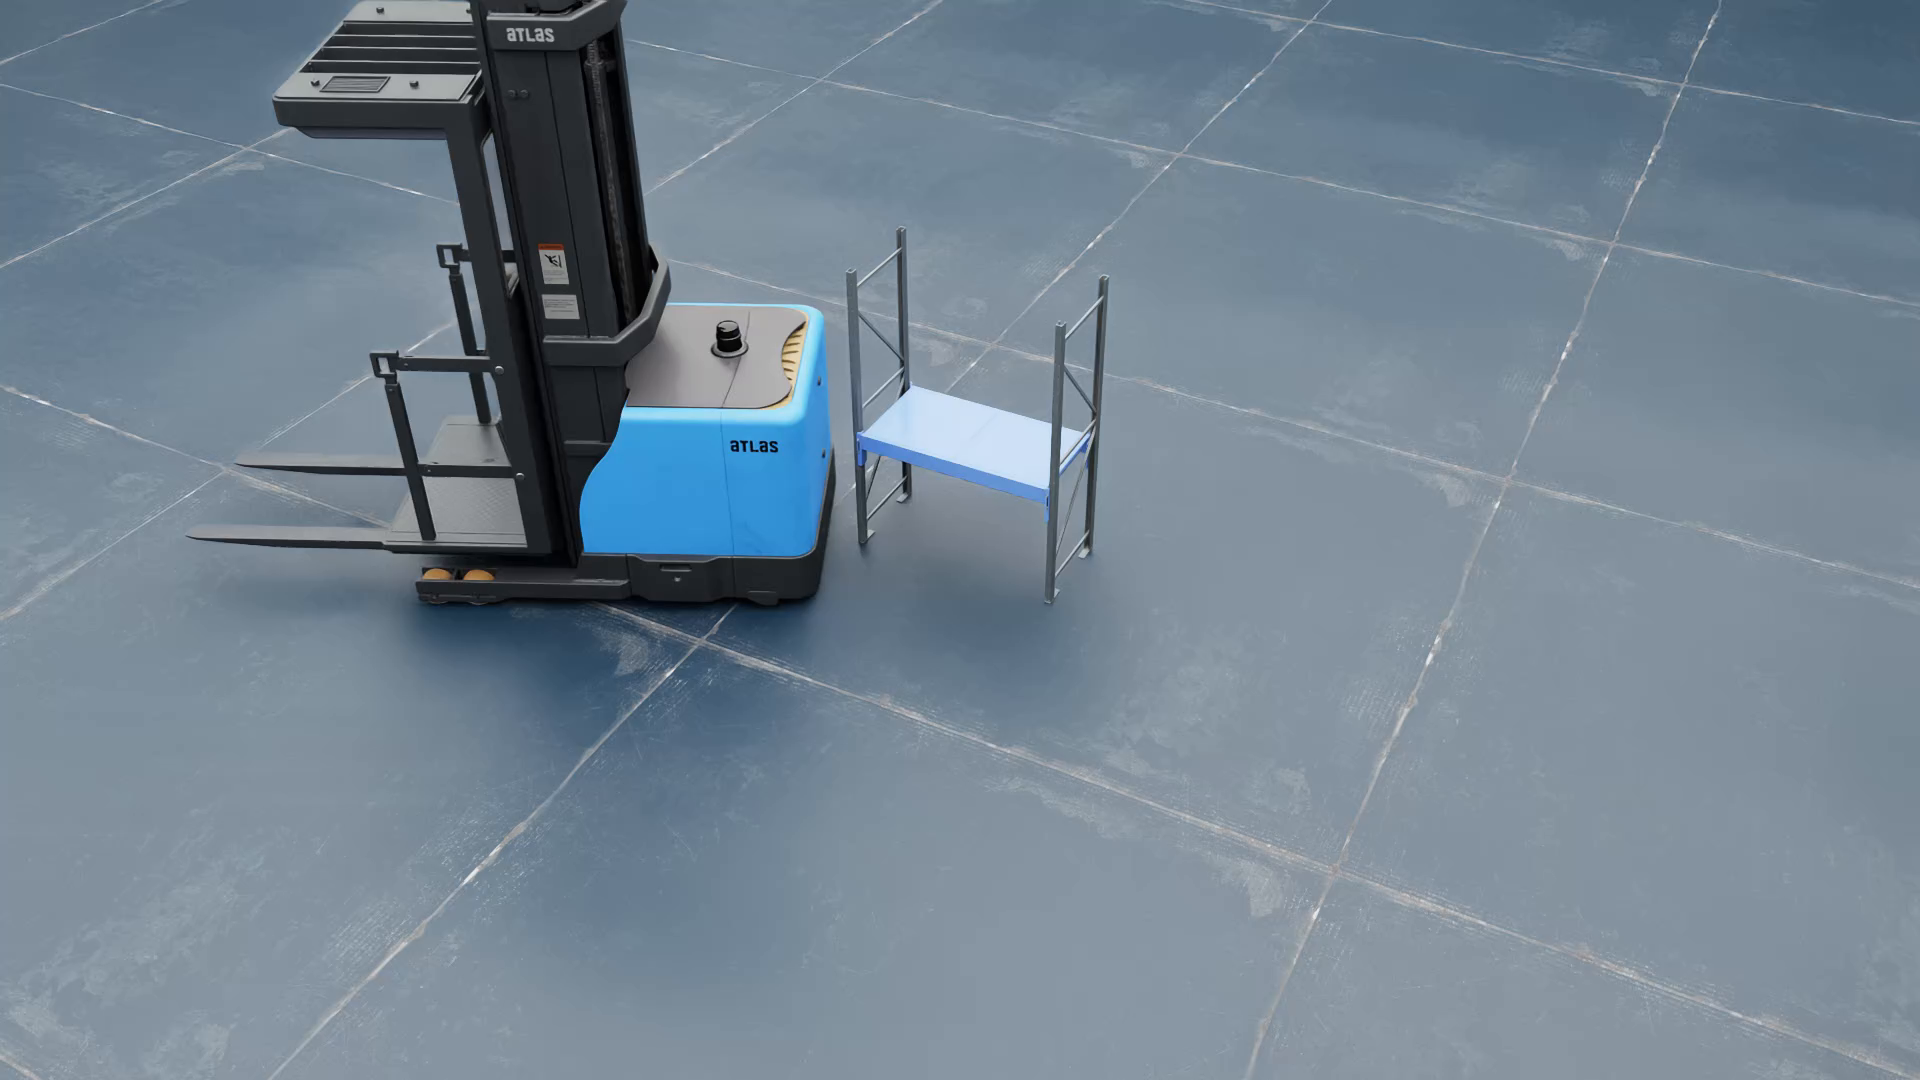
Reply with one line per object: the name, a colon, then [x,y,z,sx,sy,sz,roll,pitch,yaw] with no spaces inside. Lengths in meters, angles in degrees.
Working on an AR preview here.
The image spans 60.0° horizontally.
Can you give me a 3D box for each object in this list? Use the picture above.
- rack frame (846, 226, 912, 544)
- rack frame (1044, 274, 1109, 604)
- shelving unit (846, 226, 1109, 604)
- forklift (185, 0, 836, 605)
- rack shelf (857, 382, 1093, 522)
rack frame: [-0.376,-0.715,7.952,0.032,1.500,0.500,17,41,21]
rack frame: [0.527,-0.432,7.579,0.032,1.500,0.500,17,41,21]
shelving unit: [0.076,-0.574,7.765,1.048,1.500,0.538,17,41,21]
forklift: [-2.164,-1.180,7.381,3.031,2.935,1.130,1,37,2]
rack shelf: [0.076,-0.430,7.874,1.000,0.185,0.538,17,41,21]
